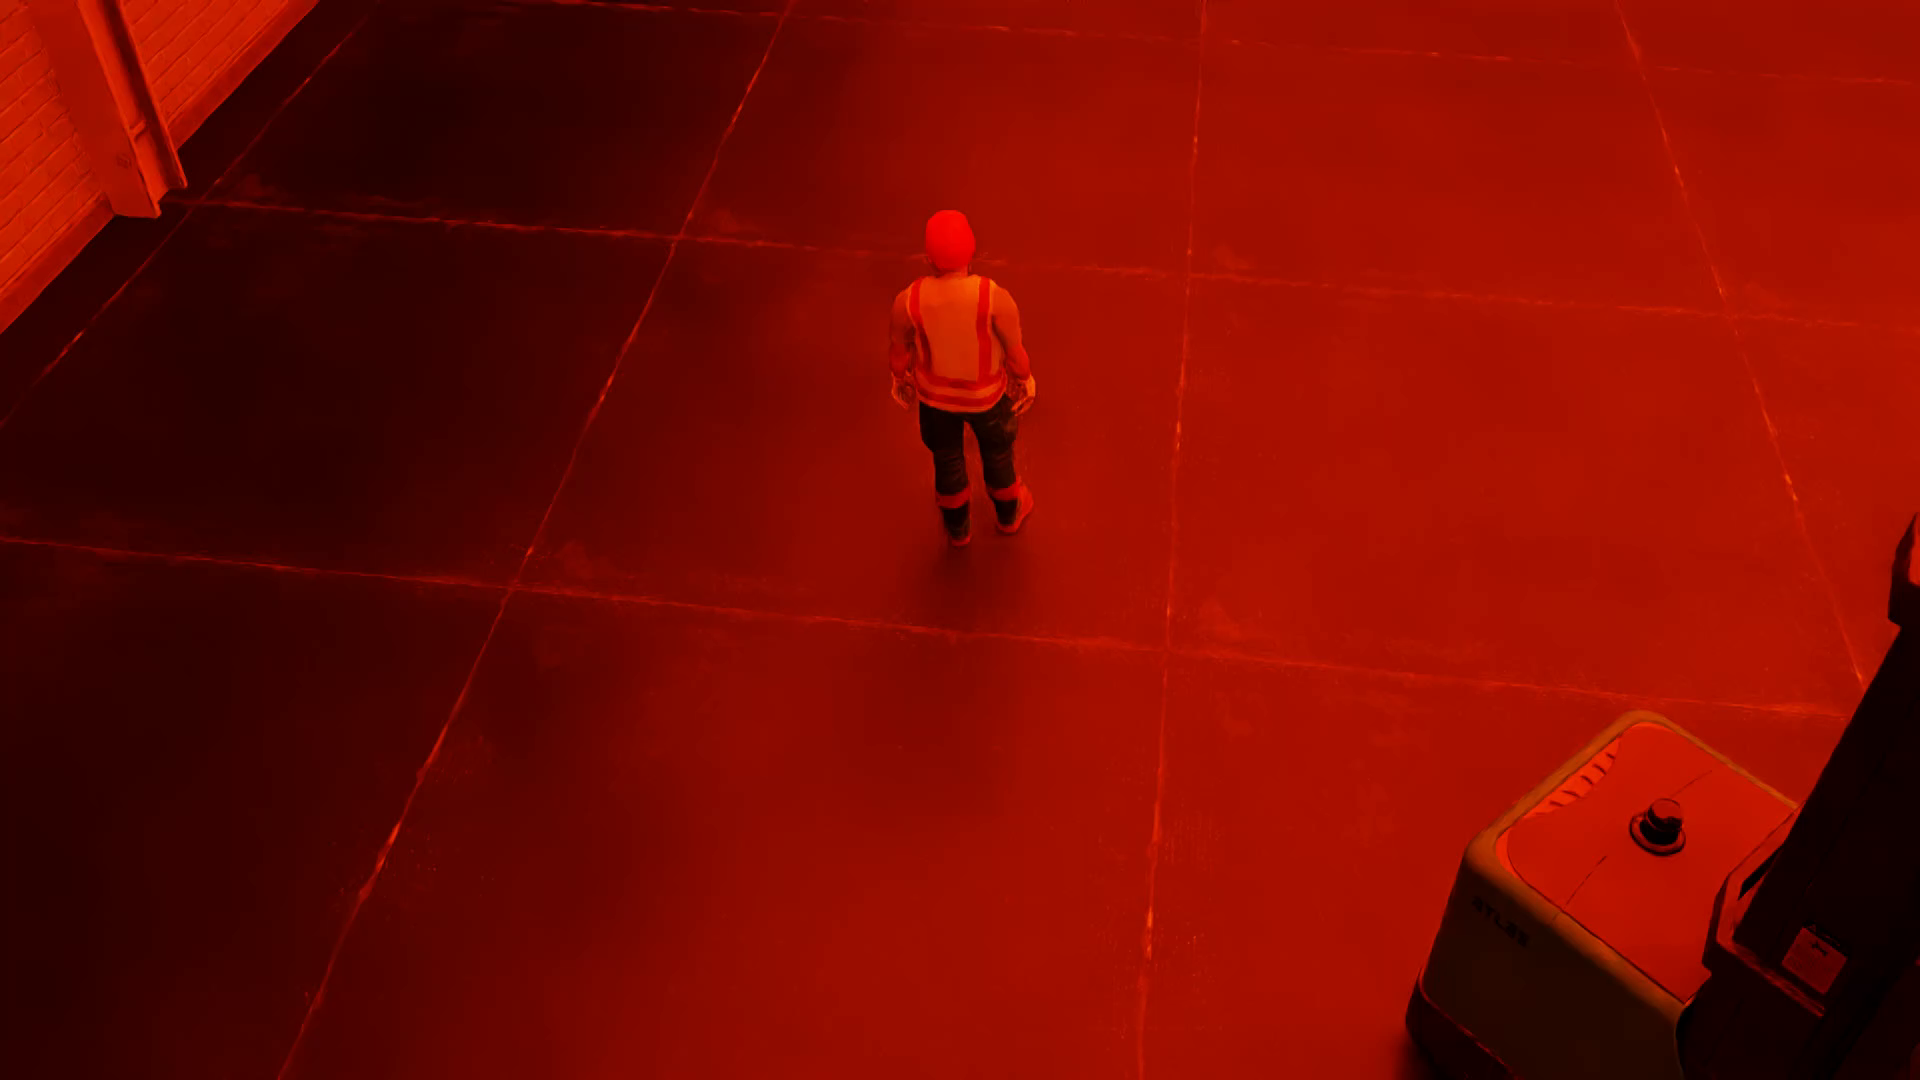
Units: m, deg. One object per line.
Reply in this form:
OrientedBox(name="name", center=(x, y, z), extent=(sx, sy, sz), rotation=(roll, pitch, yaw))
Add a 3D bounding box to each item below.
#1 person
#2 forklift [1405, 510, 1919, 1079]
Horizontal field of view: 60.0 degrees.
OrientedBox(name="person", center=(0.022, -0.717, 7.338), extent=(0.637, 1.787, 0.563), rotation=(5, 43, 6))
OrientedBox(name="forklift", center=(2.914, 1.241, 4.373), extent=(1.130, 2.935, 3.031), rotation=(-29, 50, -28))
